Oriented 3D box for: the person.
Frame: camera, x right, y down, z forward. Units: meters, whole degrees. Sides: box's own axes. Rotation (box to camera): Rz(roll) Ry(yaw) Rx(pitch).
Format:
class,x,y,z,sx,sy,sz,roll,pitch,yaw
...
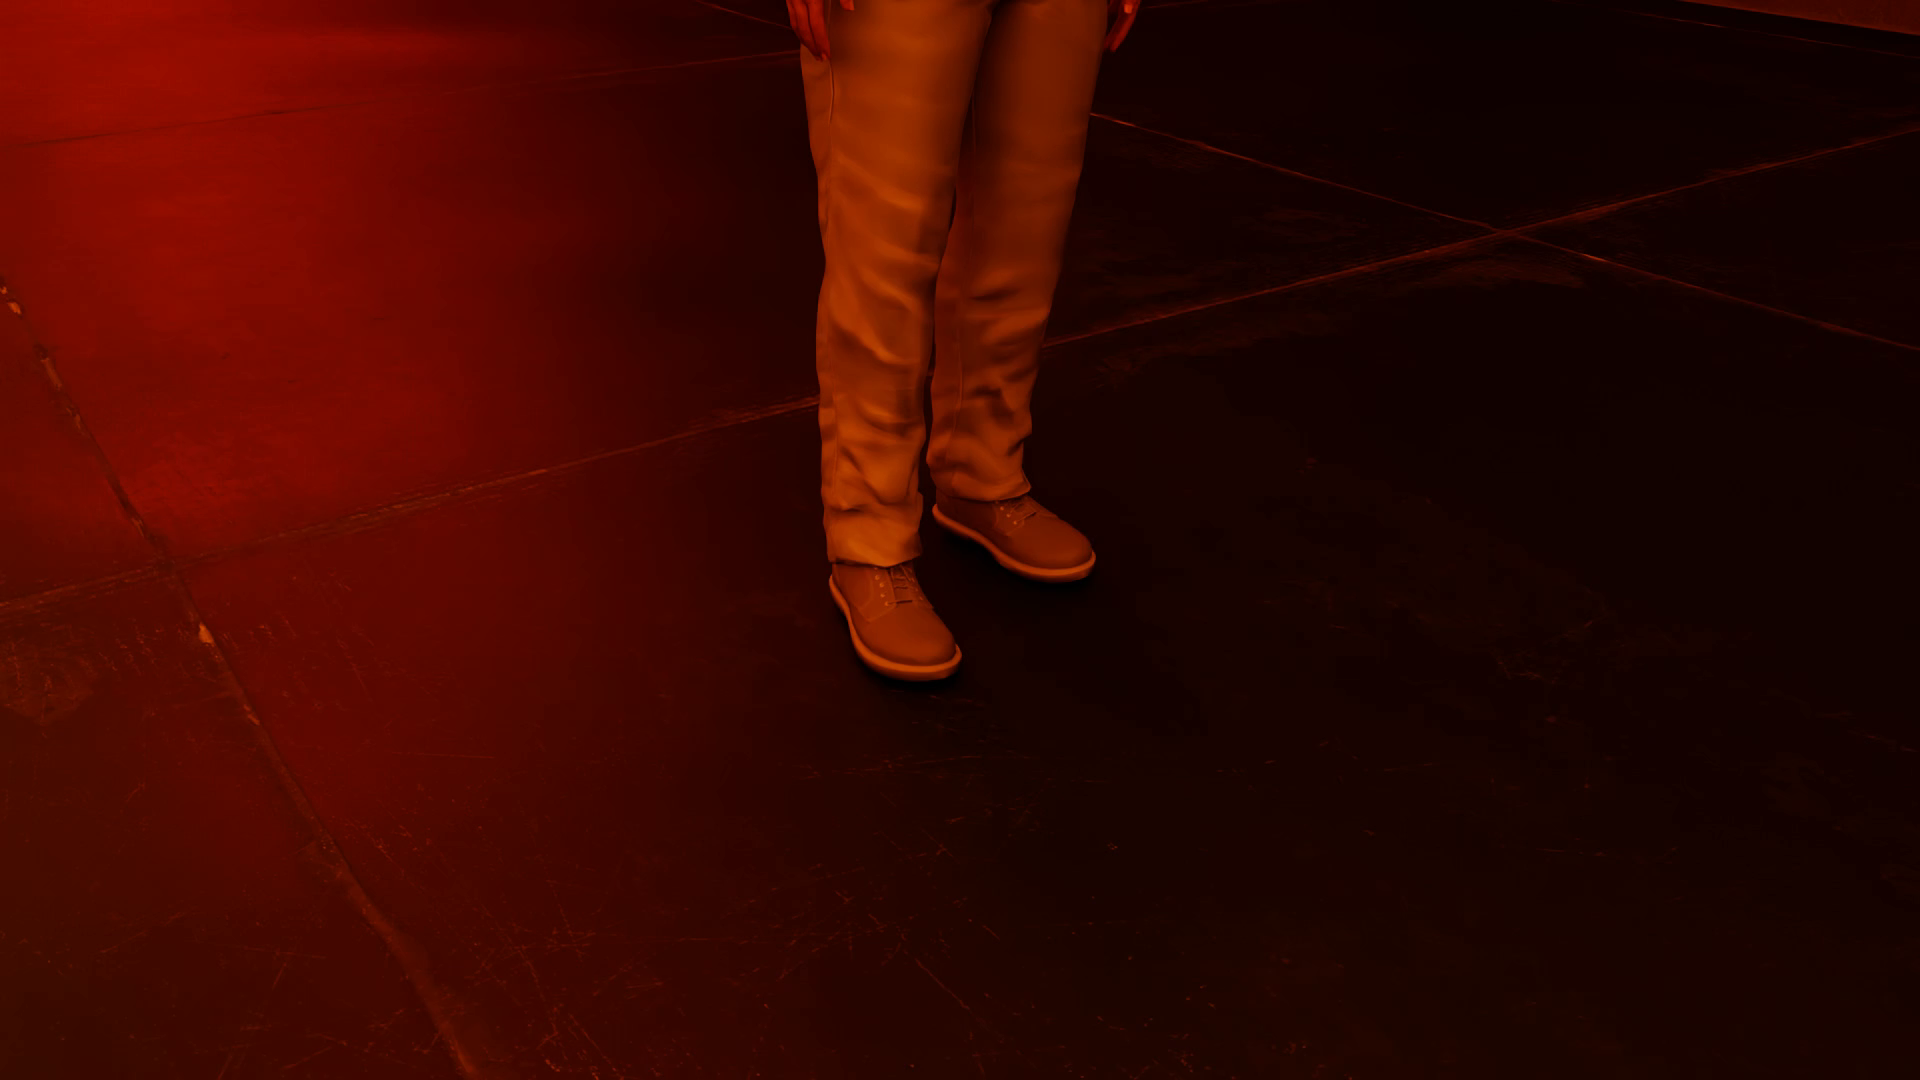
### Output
class,x,y,z,sx,sy,sz,roll,pitch,yaw
person,0.025,-0.718,2.055,0.598,1.670,0.529,-17,31,-31
